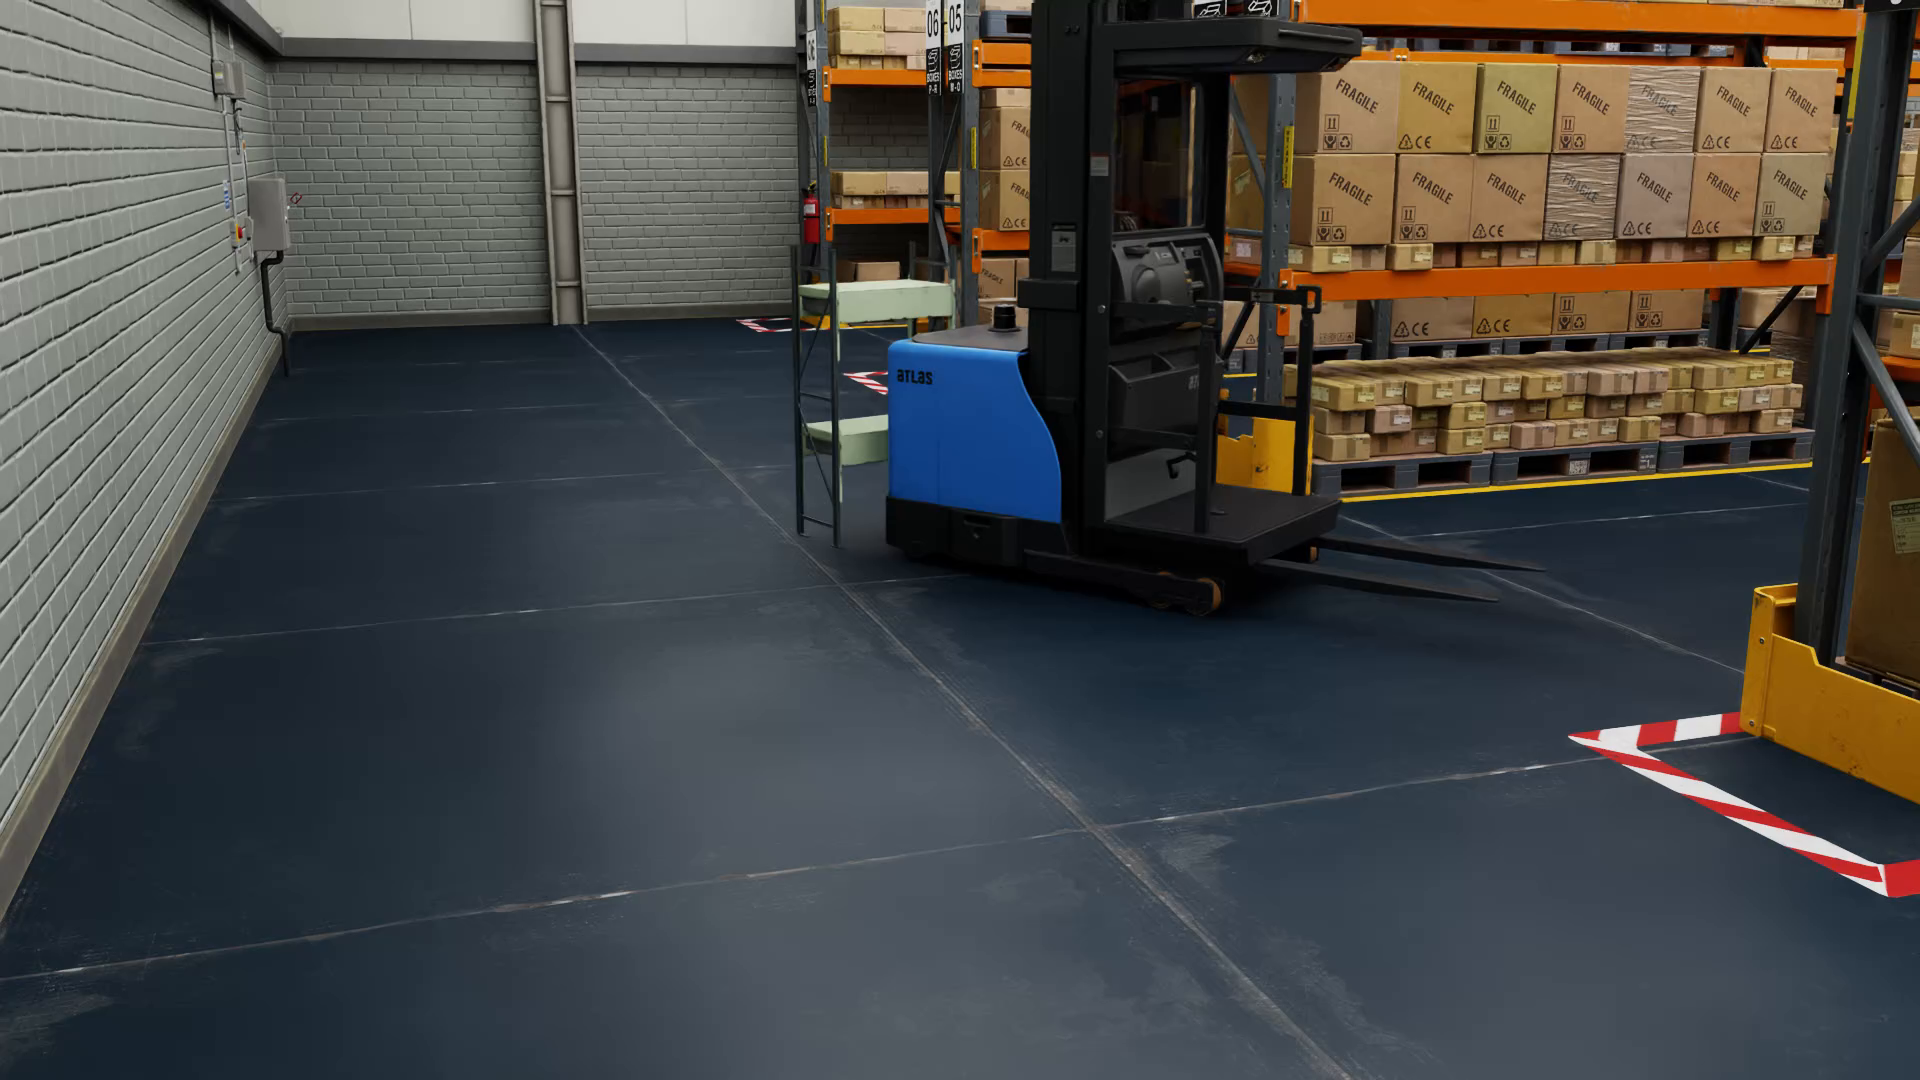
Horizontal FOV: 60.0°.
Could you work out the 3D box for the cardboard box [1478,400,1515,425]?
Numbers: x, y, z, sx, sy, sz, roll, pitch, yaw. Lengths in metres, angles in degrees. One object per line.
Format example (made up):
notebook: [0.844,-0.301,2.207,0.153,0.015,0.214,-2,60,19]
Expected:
cardboard box: [3.172,-0.810,10.178,0.250,0.149,0.380,-5,14,-21]

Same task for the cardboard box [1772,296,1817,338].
cardboard box: [6.029,-1.544,11.524,0.500,0.250,0.500,-5,14,-20]

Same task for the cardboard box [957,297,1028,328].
cardboard box: [0.532,-1.892,14.743,0.875,0.438,0.875,-5,14,-20]

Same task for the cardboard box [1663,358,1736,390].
cardboard box: [4.687,-1.056,10.569,0.250,0.149,0.380,-5,14,-19]

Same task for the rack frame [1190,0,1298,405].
rack frame: [1.613,-1.785,9.665,0.127,3.000,1.000,-4,14,-18]

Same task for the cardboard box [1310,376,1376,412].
cardboard box: [2.218,-0.856,9.727,0.250,0.149,0.380,-5,14,-21]

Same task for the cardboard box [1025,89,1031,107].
cardboard box: [0.589,-3.714,13.998,0.250,0.149,0.380,-4,14,-17]

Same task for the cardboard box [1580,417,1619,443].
cardboard box: [3.891,-0.713,10.412,0.250,0.149,0.380,-4,14,-17]

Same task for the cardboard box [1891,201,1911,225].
cardboard box: [5.924,-2.091,10.585,0.250,0.149,0.380,-5,14,-21]

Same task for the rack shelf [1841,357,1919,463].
rack shelf: [4.995,-0.487,5.764,4.000,0.370,1.077,-4,14,-18]

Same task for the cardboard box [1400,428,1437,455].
cardboard box: [2.667,-0.628,10.054,0.250,0.149,0.380,-4,14,-17]

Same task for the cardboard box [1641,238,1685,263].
cardboard box: [4.226,-1.796,10.254,0.250,0.149,0.380,-5,14,-20]

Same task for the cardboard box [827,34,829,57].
cardboard box: [-1.313,-5.575,18.798,0.500,0.250,0.500,-5,14,-19]

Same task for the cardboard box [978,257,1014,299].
cardboard box: [0.317,-3.036,19.418,0.500,0.500,0.500,-4,14,-17]

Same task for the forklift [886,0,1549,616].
forklift: [1.123,-1.233,7.495,3.031,2.935,1.130,10,16,35]

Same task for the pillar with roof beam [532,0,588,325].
pillar with roof beam: [-3.118,-5.925,14.104,0.400,9.000,9.100,-4,14,-18]

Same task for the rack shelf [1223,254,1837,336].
rack shelf: [3.509,-1.583,10.369,4.000,0.370,1.077,-4,14,-18]

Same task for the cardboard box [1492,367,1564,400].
cardboard box: [3.459,-0.957,10.154,0.250,0.149,0.380,-4,14,-17]

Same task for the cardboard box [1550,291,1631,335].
cardboard box: [5.993,-2.527,16.467,0.875,0.875,0.875,-4,14,-17]

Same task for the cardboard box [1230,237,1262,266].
cardboard box: [1.832,-1.749,10.056,0.250,0.149,0.380,-4,14,-18]

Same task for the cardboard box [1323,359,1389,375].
cardboard box: [2.495,-1.039,10.498,0.250,0.149,0.380,-5,14,-19]

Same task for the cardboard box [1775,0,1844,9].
cardboard box: [5.025,-3.371,10.175,0.500,0.250,0.500,-4,14,-17]

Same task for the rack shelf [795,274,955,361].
rack shelf: [-0.438,-1.152,8.559,0.720,0.370,0.431,-10,16,-35]

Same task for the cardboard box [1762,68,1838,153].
cardboard box: [5.045,-2.666,10.349,0.500,0.500,0.500,-5,14,-20]

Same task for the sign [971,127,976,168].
sign: [0.110,-3.201,13.575,0.005,0.325,0.100,-4,14,-18]

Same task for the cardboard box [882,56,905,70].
cardboard box: [-0.783,-5.301,18.509,0.250,0.149,0.380,-4,14,-18]

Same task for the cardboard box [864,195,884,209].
cardboard box: [-1.023,-3.822,18.773,0.250,0.149,0.380,-4,14,-17]

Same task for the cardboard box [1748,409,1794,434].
cardboard box: [5.141,-0.794,10.752,0.250,0.149,0.380,-4,14,-17]

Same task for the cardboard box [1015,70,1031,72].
cardboard box: [0.672,-5.407,18.953,0.250,0.149,0.380,-4,14,-17]

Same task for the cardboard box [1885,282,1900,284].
cardboard box: [10.135,-2.582,17.786,0.625,0.372,0.950,-4,14,-15]

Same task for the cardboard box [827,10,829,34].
cardboard box: [-1.316,-5.820,18.747,0.500,0.250,0.500,-5,14,-20]

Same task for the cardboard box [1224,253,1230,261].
cardboard box: [3.175,-3.263,20.372,0.500,0.500,0.500,-5,14,-19]

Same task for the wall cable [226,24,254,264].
wall cable: [-5.862,-3.246,13.613,0.122,1.984,0.588,-4,14,-18]

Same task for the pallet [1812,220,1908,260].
pallet: [6.175,-2.011,11.031,1.213,0.211,1.003,-4,14,-18]

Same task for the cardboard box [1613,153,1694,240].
cardboard box: [4.071,-2.101,10.137,0.500,0.500,0.500,-5,14,-18]

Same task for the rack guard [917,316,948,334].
rack guard: [-0.084,-1.645,14.480,0.348,0.500,1.175,-4,14,-18]

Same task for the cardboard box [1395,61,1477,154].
cardboard box: [2.599,-2.478,9.560,0.500,0.500,0.500,-4,14,-16]

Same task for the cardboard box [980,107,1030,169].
cardboard box: [0.484,-3.371,13.957,0.500,0.500,0.500,-5,14,-19]

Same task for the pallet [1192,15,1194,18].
pallet: [1.797,-4.427,14.483,1.213,0.211,1.003,-4,14,-18]

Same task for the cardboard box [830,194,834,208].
cardboard box: [-1.420,-3.913,19.153,0.250,0.149,0.380,-5,14,-19]

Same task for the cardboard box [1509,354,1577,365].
cardboard box: [3.768,-1.107,10.782,0.250,0.149,0.380,-5,14,-20]

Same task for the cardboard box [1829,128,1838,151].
cardboard box: [8.513,-3.874,16.680,0.500,0.500,0.500,-4,14,-15]

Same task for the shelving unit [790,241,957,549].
shelving unit: [-0.438,-0.772,8.649,0.755,1.500,0.431,-10,16,-35]

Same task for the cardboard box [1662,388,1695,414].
cardboard box: [4.437,-0.906,10.580,0.250,0.149,0.380,-4,14,-18]

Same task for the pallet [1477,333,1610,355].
pallet: [5.595,-1.966,16.453,1.213,0.211,1.003,-4,14,-18]

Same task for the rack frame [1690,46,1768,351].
rack frame: [7.521,-3.454,16.680,0.127,3.000,1.000,-4,14,-18]

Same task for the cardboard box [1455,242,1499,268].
cardboard box: [2.991,-1.715,9.912,0.250,0.149,0.380,-5,14,-19]

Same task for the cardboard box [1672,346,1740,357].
cardboard box: [5.011,-1.207,11.203,0.250,0.149,0.380,-4,14,-16]

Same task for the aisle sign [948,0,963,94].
aisle sign: [-0.037,-4.059,13.607,0.004,0.787,0.394,-4,14,-18]

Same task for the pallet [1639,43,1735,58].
pallet: [6.927,-4.762,16.106,1.003,0.211,1.213,-4,14,-15]
